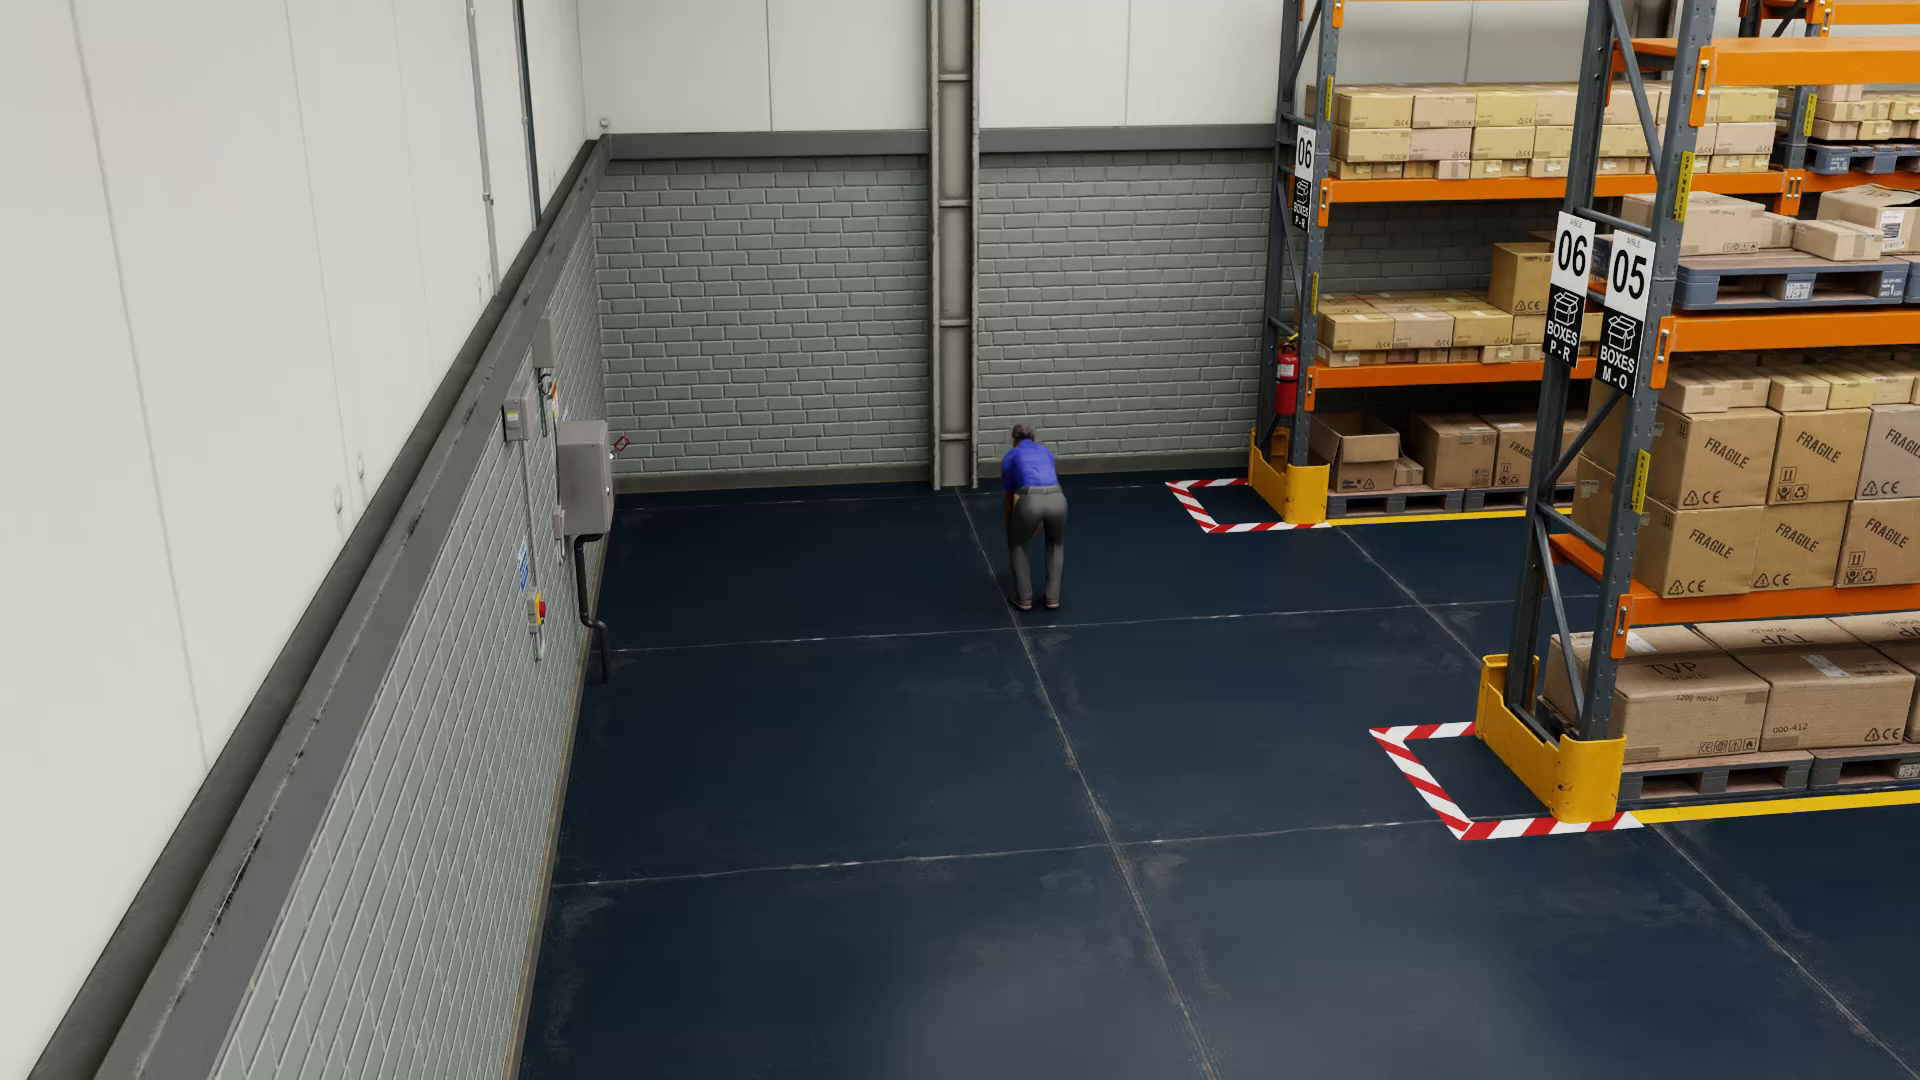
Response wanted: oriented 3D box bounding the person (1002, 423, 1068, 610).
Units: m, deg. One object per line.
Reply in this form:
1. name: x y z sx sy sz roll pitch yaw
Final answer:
1. person: 0.528 -0.160 12.114 0.418 1.253 0.813 -4 20 -10
